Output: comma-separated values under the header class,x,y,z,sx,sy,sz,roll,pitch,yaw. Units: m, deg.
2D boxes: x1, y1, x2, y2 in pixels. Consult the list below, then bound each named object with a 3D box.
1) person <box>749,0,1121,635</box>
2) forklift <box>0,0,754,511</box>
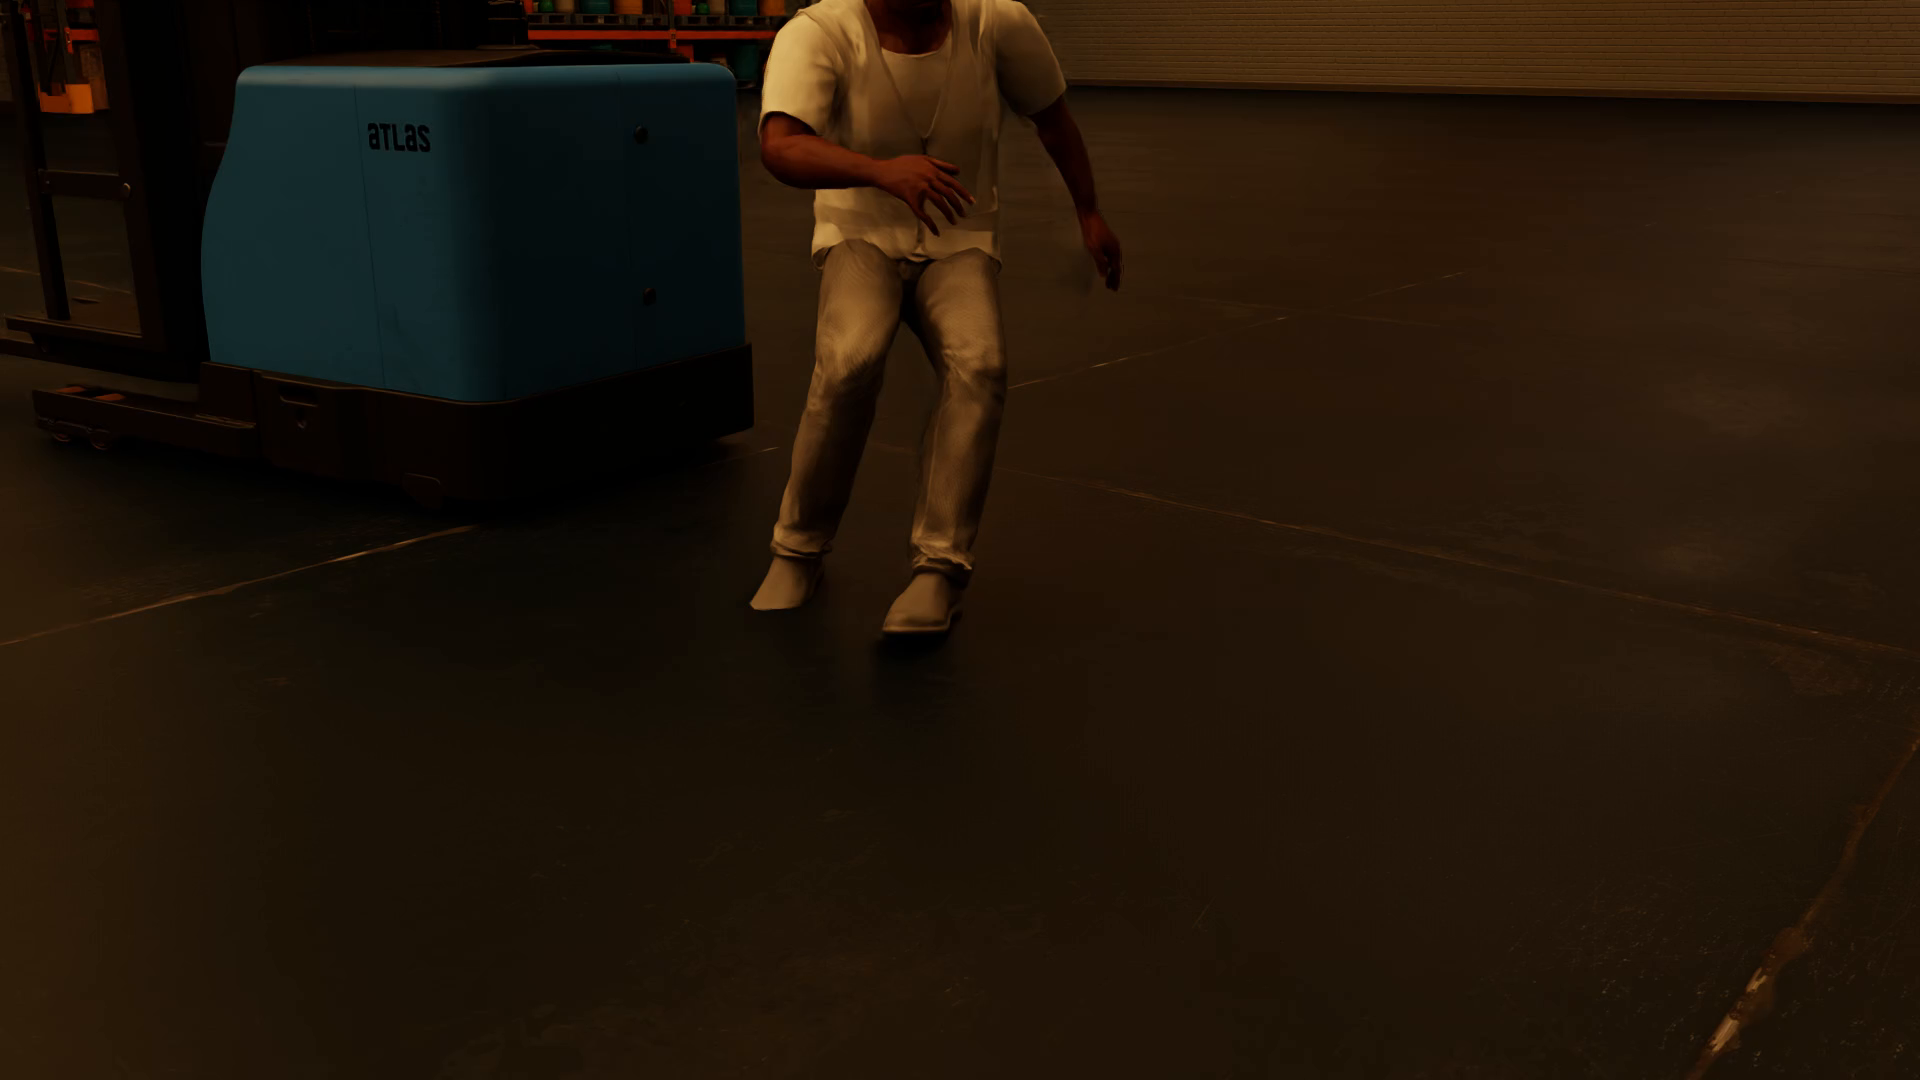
class,x,y,z,sx,sy,sz,roll,pitch,yaw
person,-0.011,-0.593,3.466,0.944,1.526,0.926,-4,17,-13
forklift,-2.113,-1.776,4.747,3.031,2.935,1.130,10,20,30
